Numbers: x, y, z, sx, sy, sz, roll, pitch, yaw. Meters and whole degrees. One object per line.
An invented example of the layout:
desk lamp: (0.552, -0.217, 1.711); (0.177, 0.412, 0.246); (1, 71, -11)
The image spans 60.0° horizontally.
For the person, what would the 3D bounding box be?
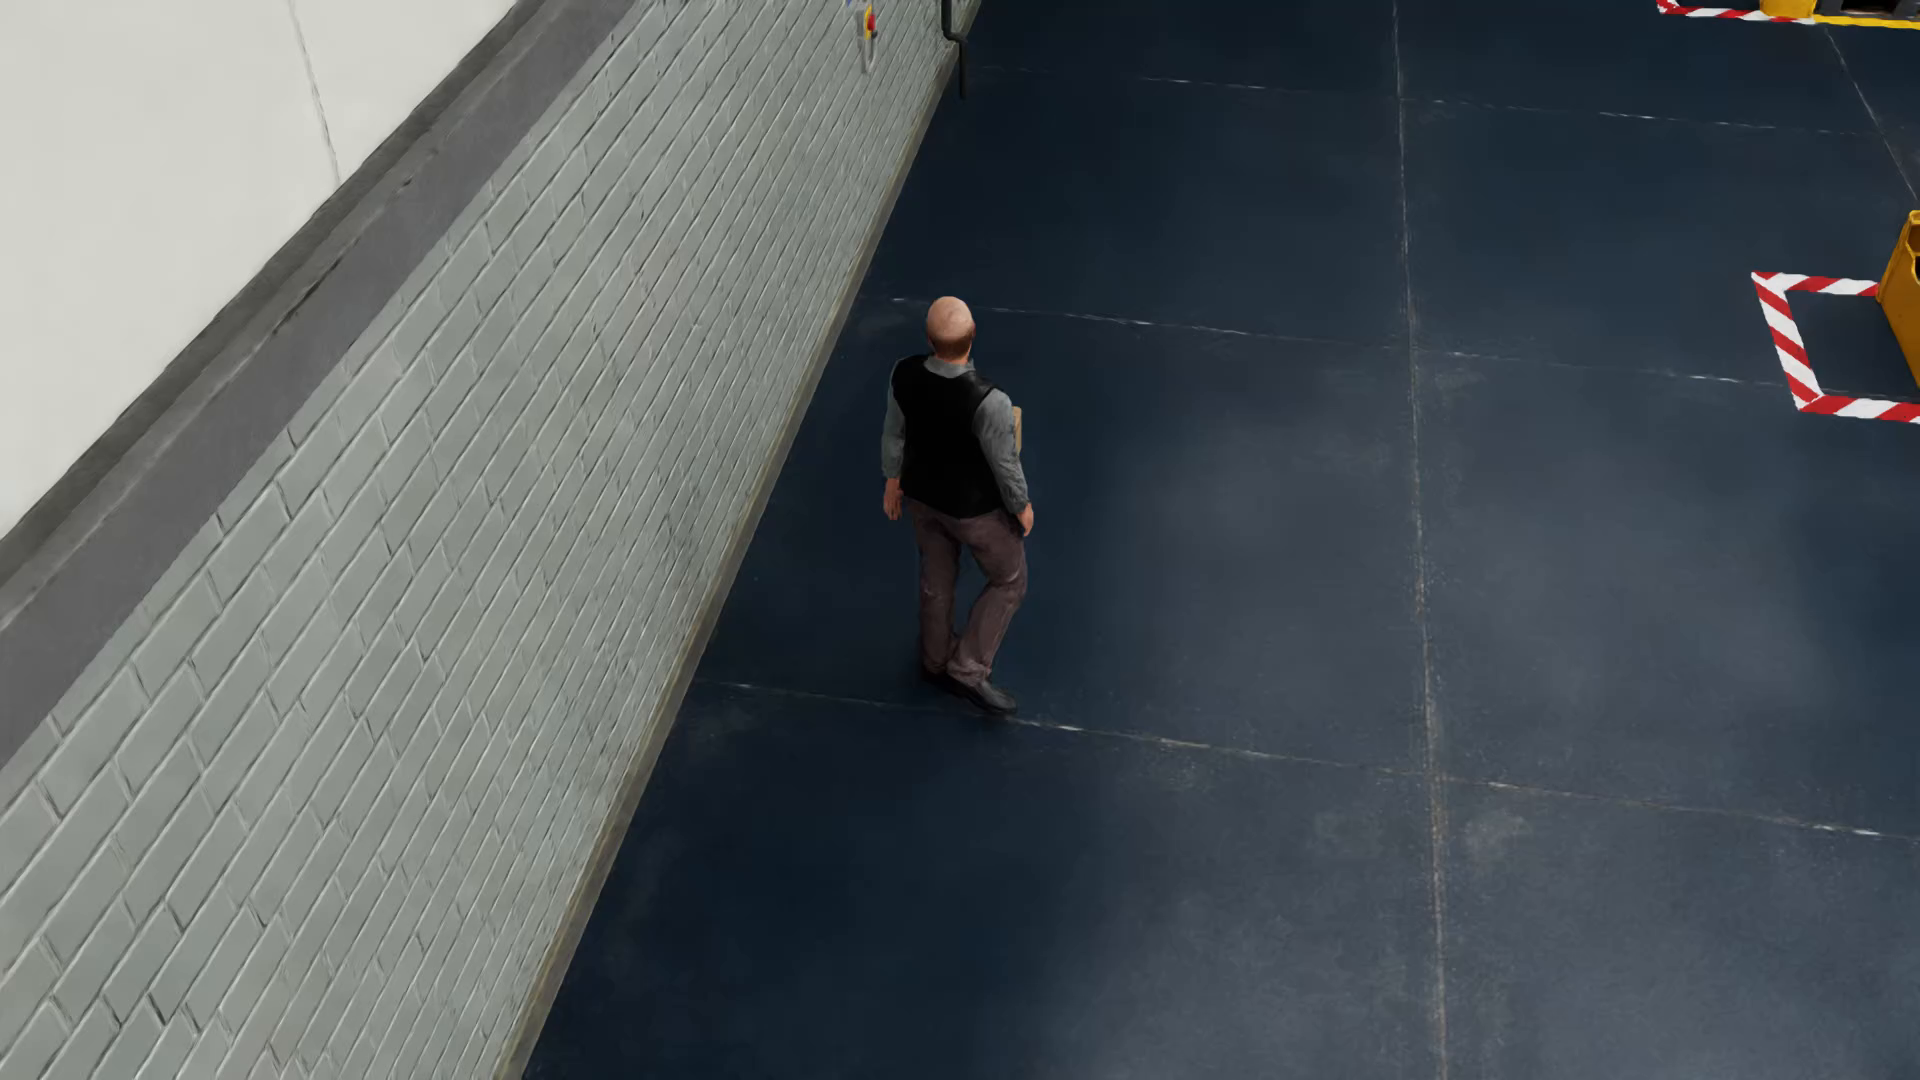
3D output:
person: (0.012, -0.121, 6.294); (0.703, 1.714, 0.457); (26, 47, 28)
